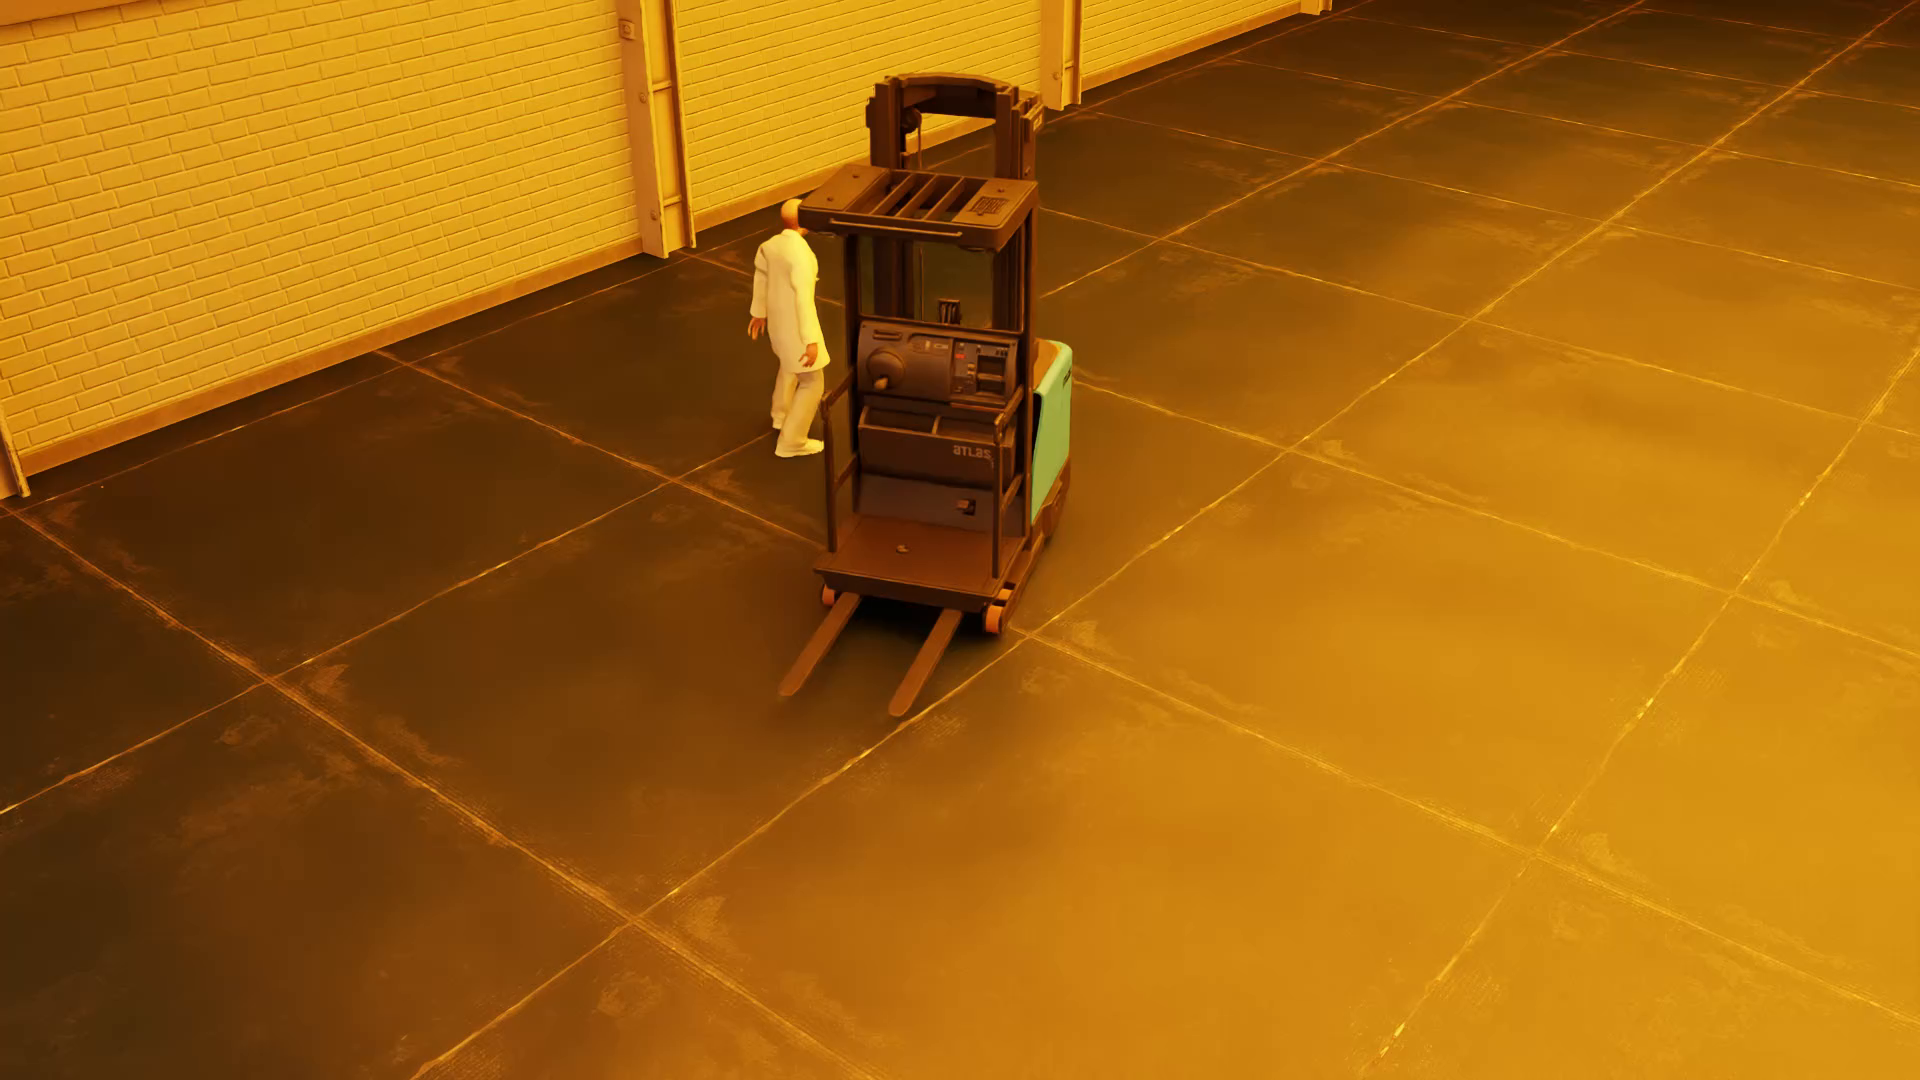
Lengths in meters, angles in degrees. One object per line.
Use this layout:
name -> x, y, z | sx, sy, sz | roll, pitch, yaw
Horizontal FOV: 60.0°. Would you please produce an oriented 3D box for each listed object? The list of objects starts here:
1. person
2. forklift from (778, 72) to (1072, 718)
person -> -1.140, -1.432, 11.251 | 0.489, 1.748, 0.911 | -18, 35, -28
forklift -> -0.190, -0.947, 9.216 | 1.130, 2.935, 3.031 | 9, 31, 14
